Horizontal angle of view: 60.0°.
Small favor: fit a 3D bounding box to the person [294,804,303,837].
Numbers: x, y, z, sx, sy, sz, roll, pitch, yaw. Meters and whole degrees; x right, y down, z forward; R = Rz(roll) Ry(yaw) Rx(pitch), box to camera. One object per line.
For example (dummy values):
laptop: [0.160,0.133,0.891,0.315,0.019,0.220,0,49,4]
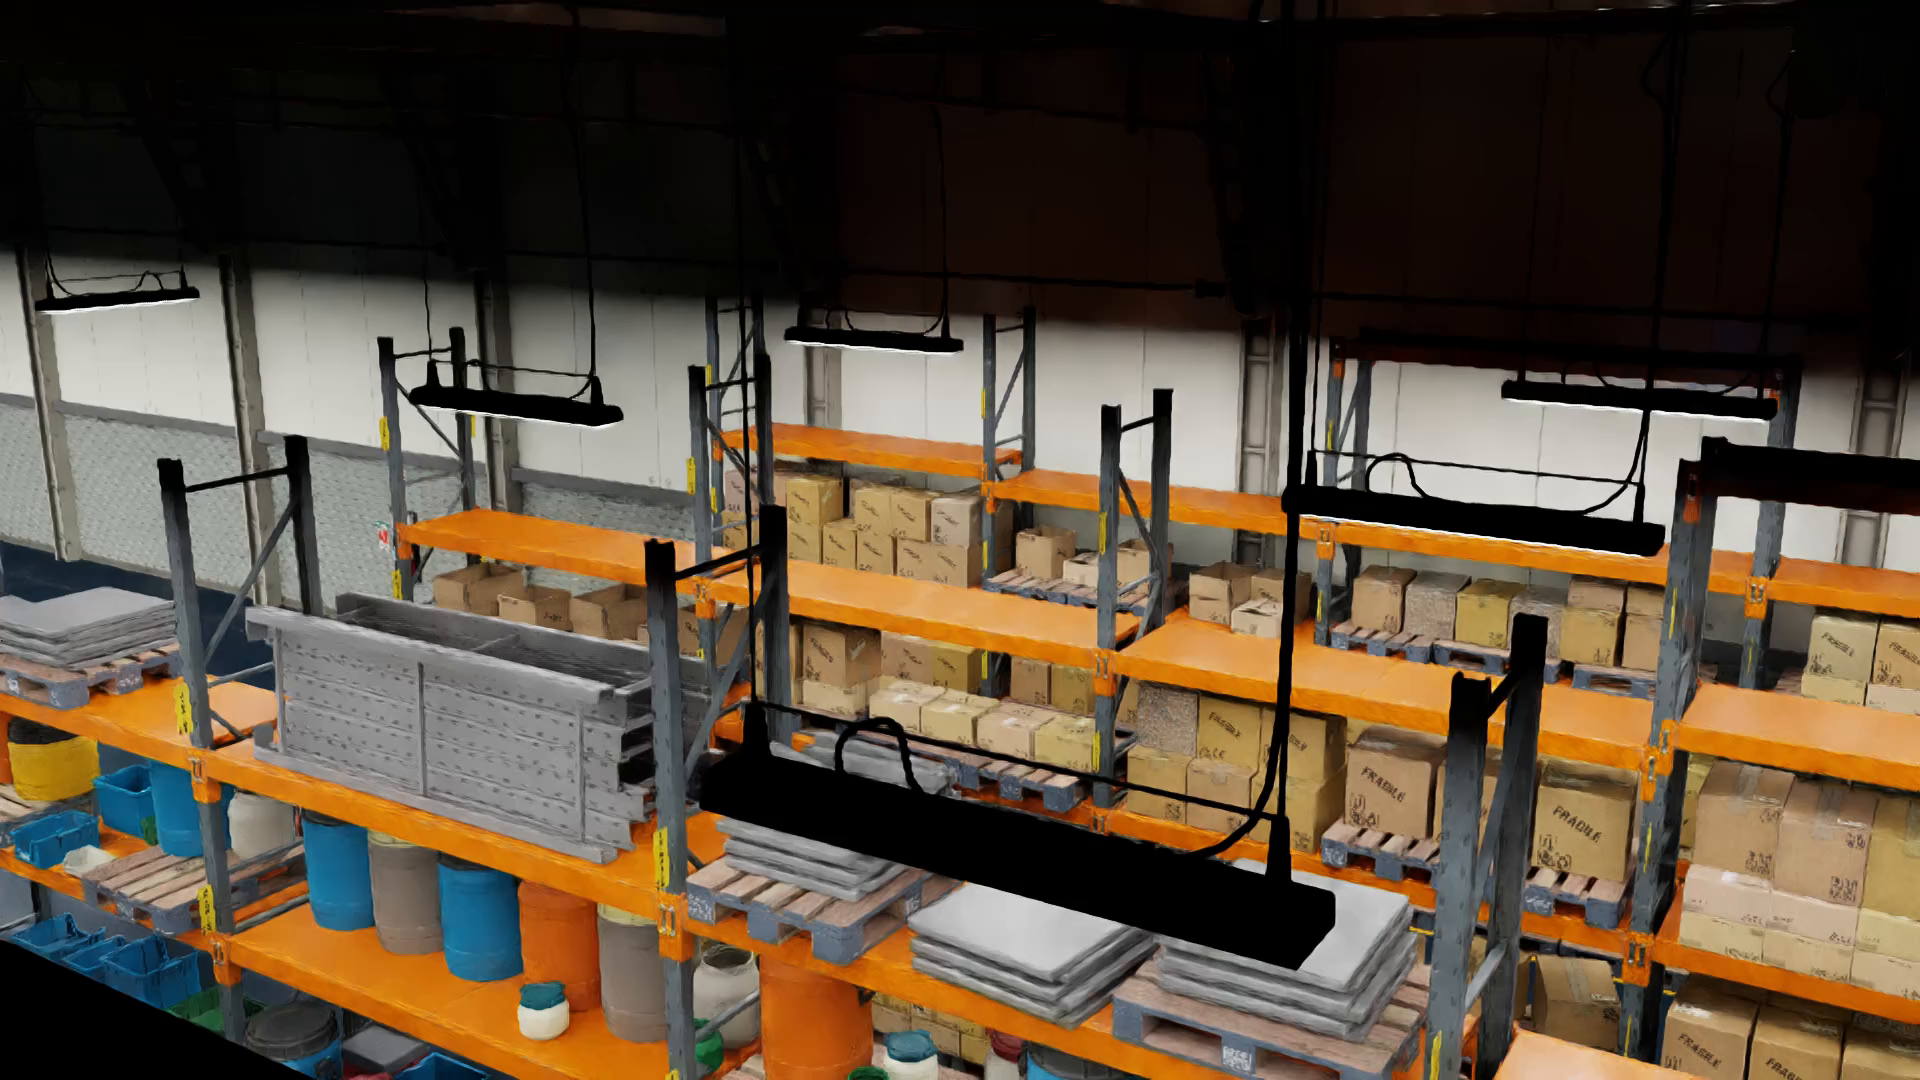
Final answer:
person: [-6.518,3.093,16.937,0.625,1.794,0.468,4,14,14]
